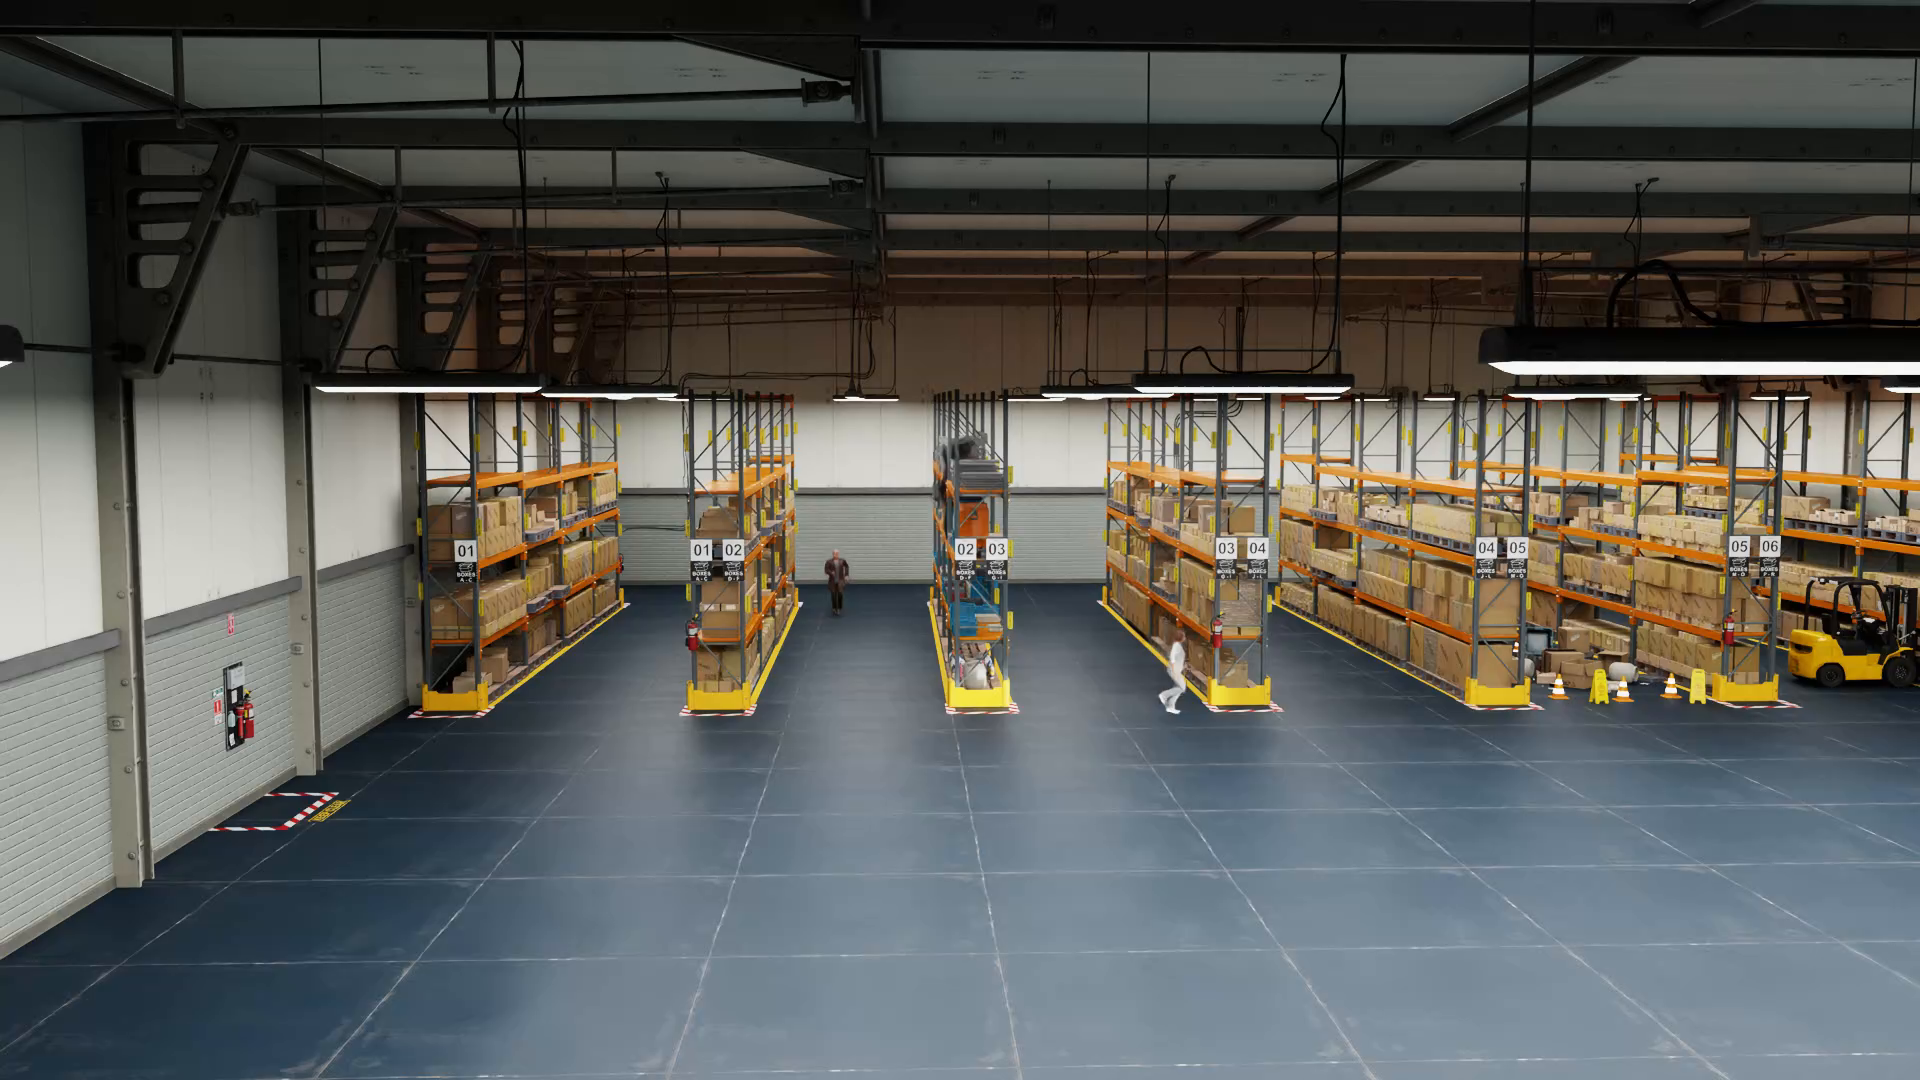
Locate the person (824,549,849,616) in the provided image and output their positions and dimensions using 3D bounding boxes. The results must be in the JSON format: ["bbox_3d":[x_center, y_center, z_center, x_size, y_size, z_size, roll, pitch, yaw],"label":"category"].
[{"bbox_3d":[-3.356,1.159,45.194,0.667,1.810,0.883,0,5,-4],"label":"person"}]

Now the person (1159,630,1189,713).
[{"bbox_3d":[3.967,2.444,30.871,0.531,1.550,0.554,1,5,16],"label":"person"}]

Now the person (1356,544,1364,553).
[{"bbox_3d":[11.551,0.988,47.513,0.640,1.742,0.790,-3,5,-31],"label":"person"}]
